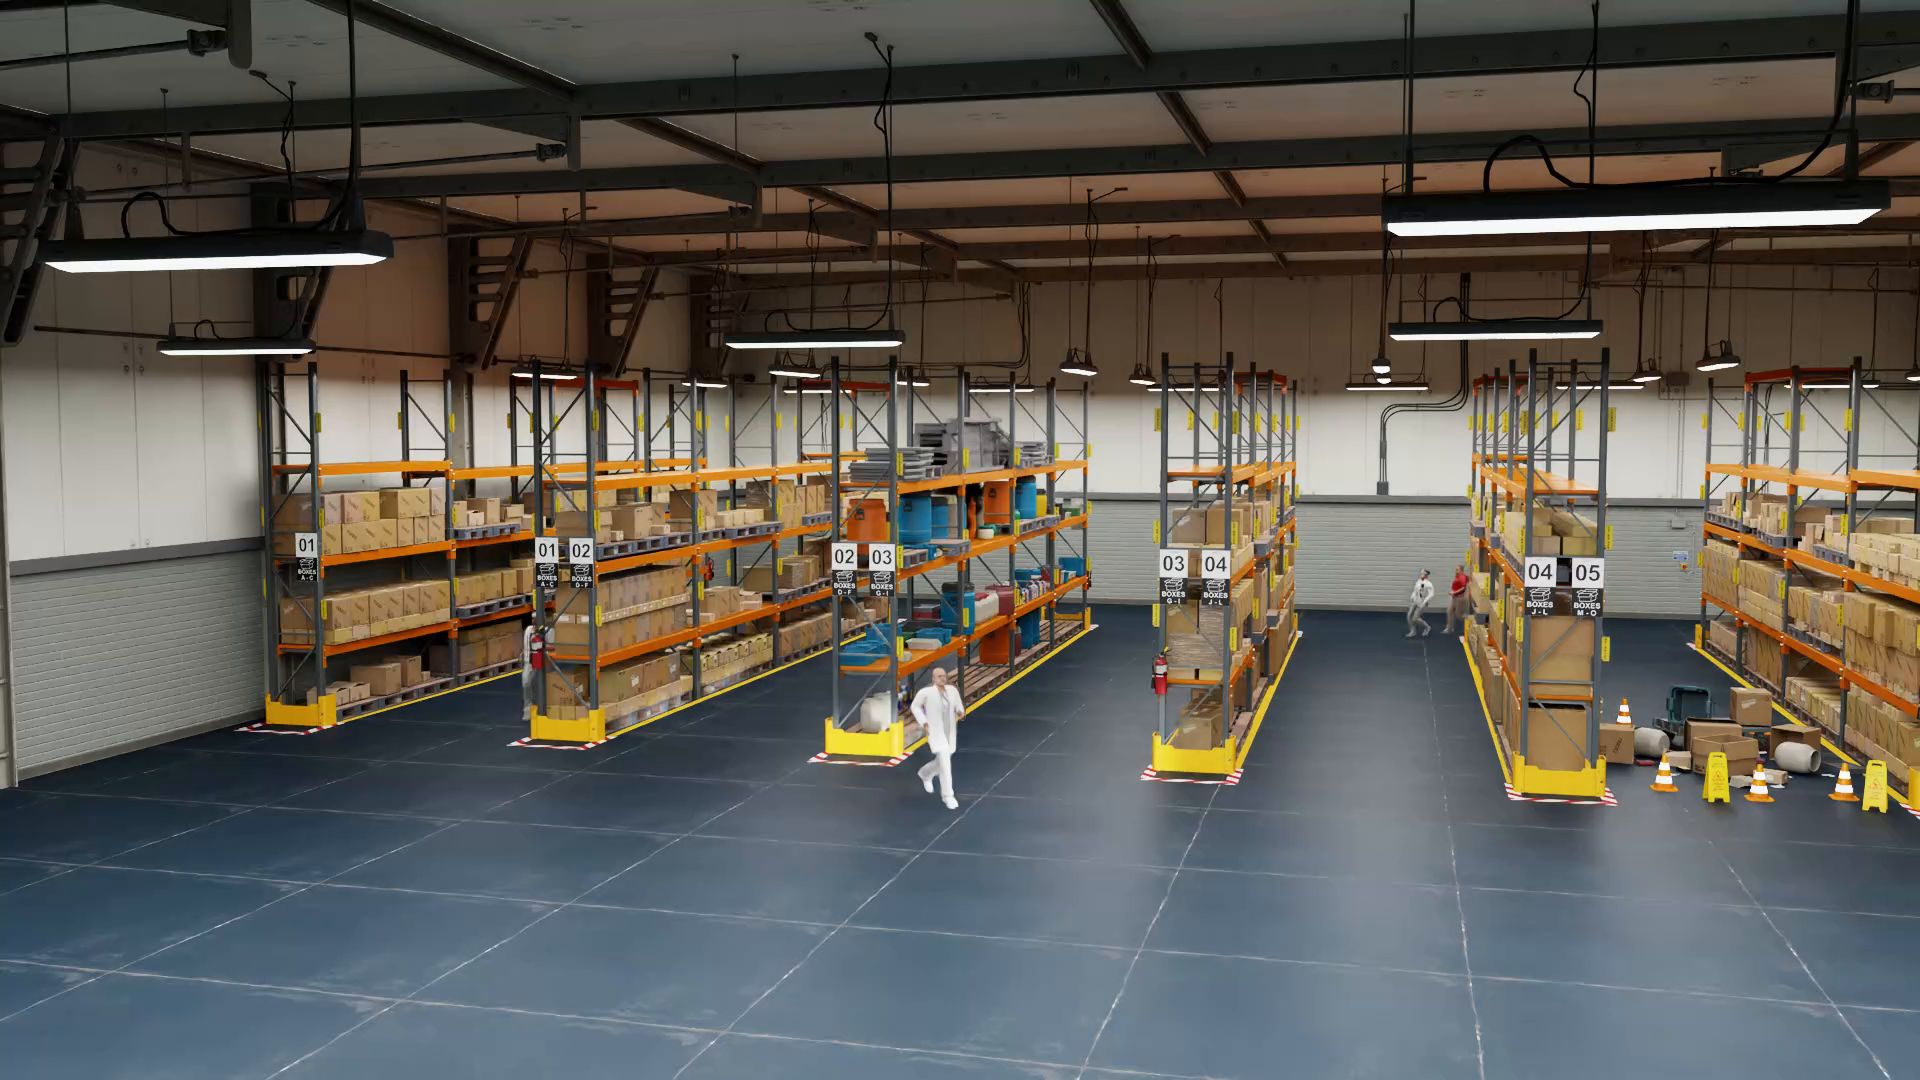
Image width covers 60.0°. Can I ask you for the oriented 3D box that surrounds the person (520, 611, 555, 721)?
[{"bbox_3d":[-7.186,2.115,28.284,0.665,1.842,0.807,1,4,8],"label":"person"}]

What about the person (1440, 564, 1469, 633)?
[{"bbox_3d":[11.830,1.425,39.300,0.831,1.710,0.712,1,4,9],"label":"person"}]

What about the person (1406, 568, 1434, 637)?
[{"bbox_3d":[10.744,1.468,38.844,0.532,1.642,0.645,-1,4,-17],"label":"person"}]

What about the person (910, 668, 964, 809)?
[{"bbox_3d":[-0.261,2.572,21.962,0.693,1.793,0.972,-3,5,-32],"label":"person"}]
